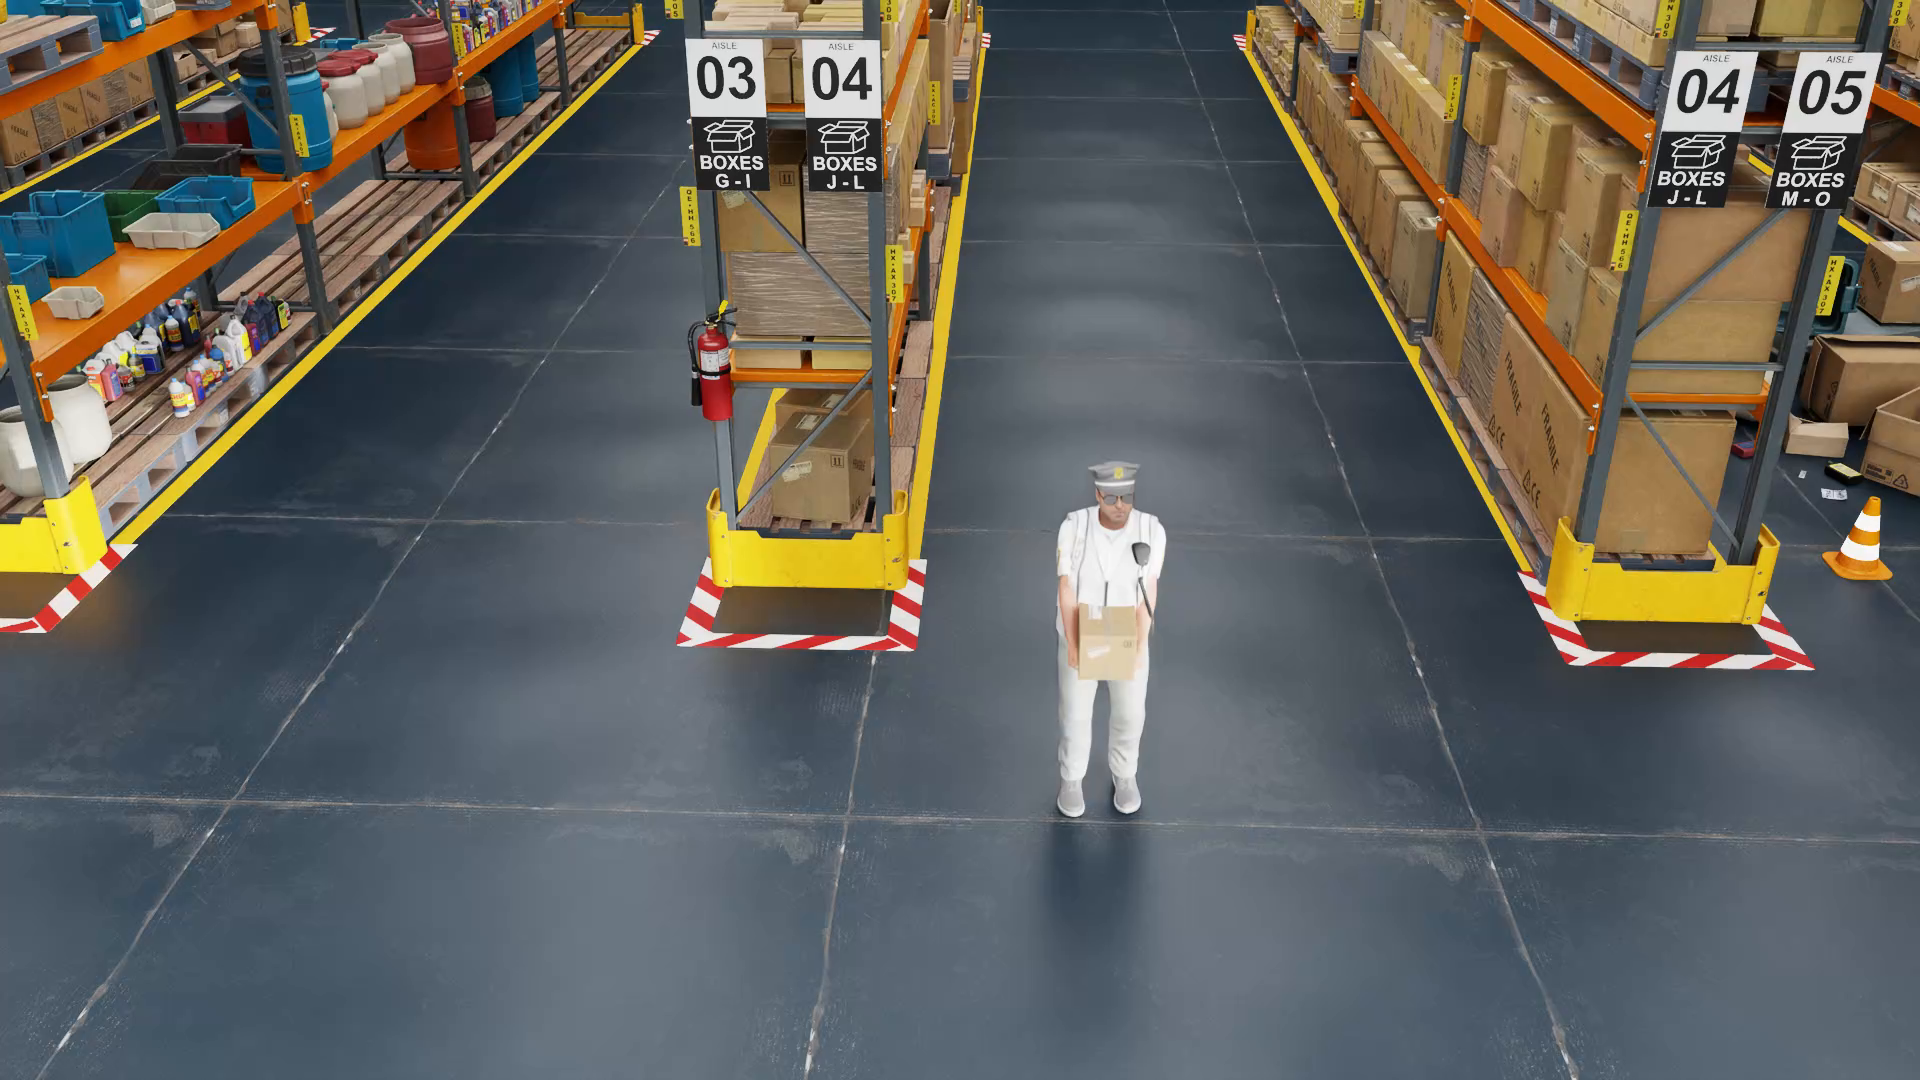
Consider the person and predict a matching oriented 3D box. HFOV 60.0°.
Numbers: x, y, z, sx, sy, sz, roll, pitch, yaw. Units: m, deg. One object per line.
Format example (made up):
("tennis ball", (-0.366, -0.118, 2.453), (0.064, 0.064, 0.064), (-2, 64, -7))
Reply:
("person", (0.682, 0.480, 7.687), (0.492, 1.770, 0.565), (1, 28, 2))
